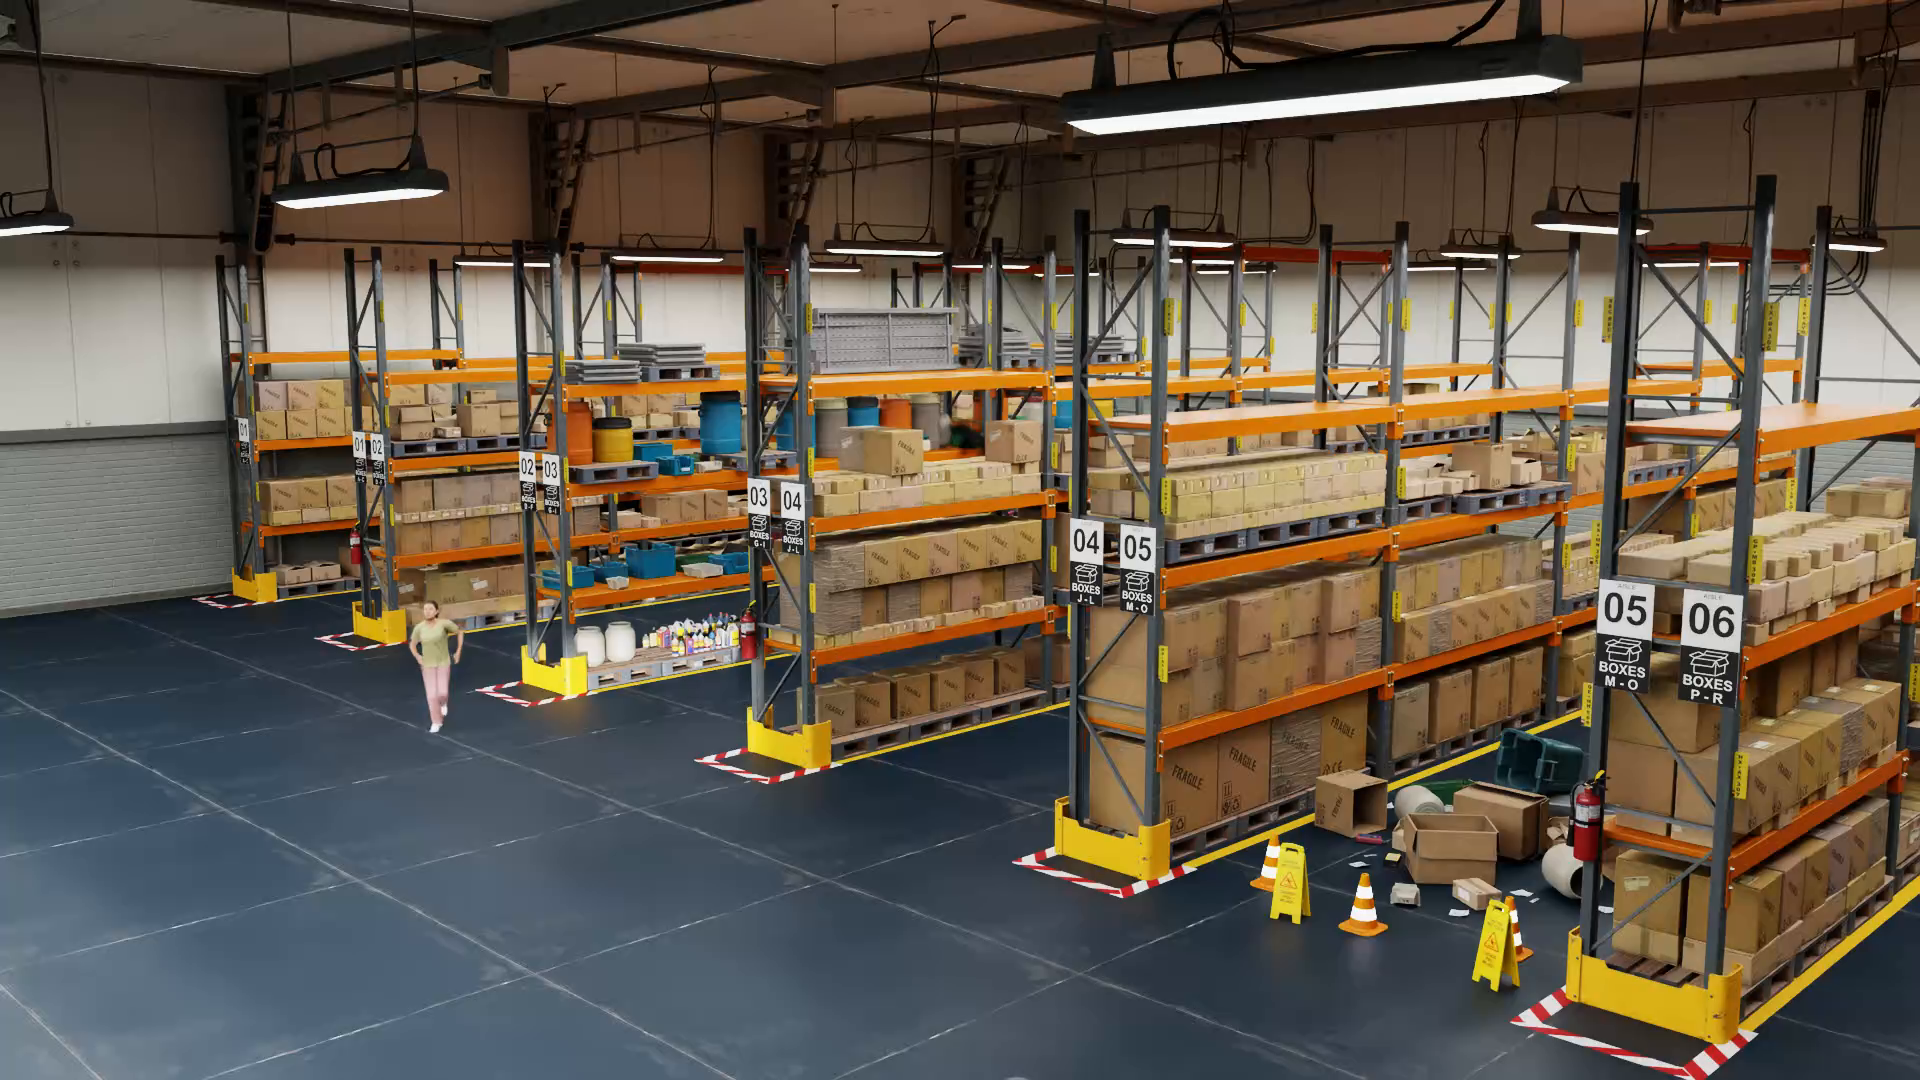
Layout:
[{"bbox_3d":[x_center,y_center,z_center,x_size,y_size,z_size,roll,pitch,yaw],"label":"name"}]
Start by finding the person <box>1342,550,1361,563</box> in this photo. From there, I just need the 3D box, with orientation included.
[{"bbox_3d":[5.613,0.920,23.840,0.660,1.718,0.967,6,10,37],"label":"person"}]

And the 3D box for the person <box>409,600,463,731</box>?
[{"bbox_3d":[-6.344,1.524,20.147,0.611,1.628,0.604,-1,8,-8],"label":"person"}]
